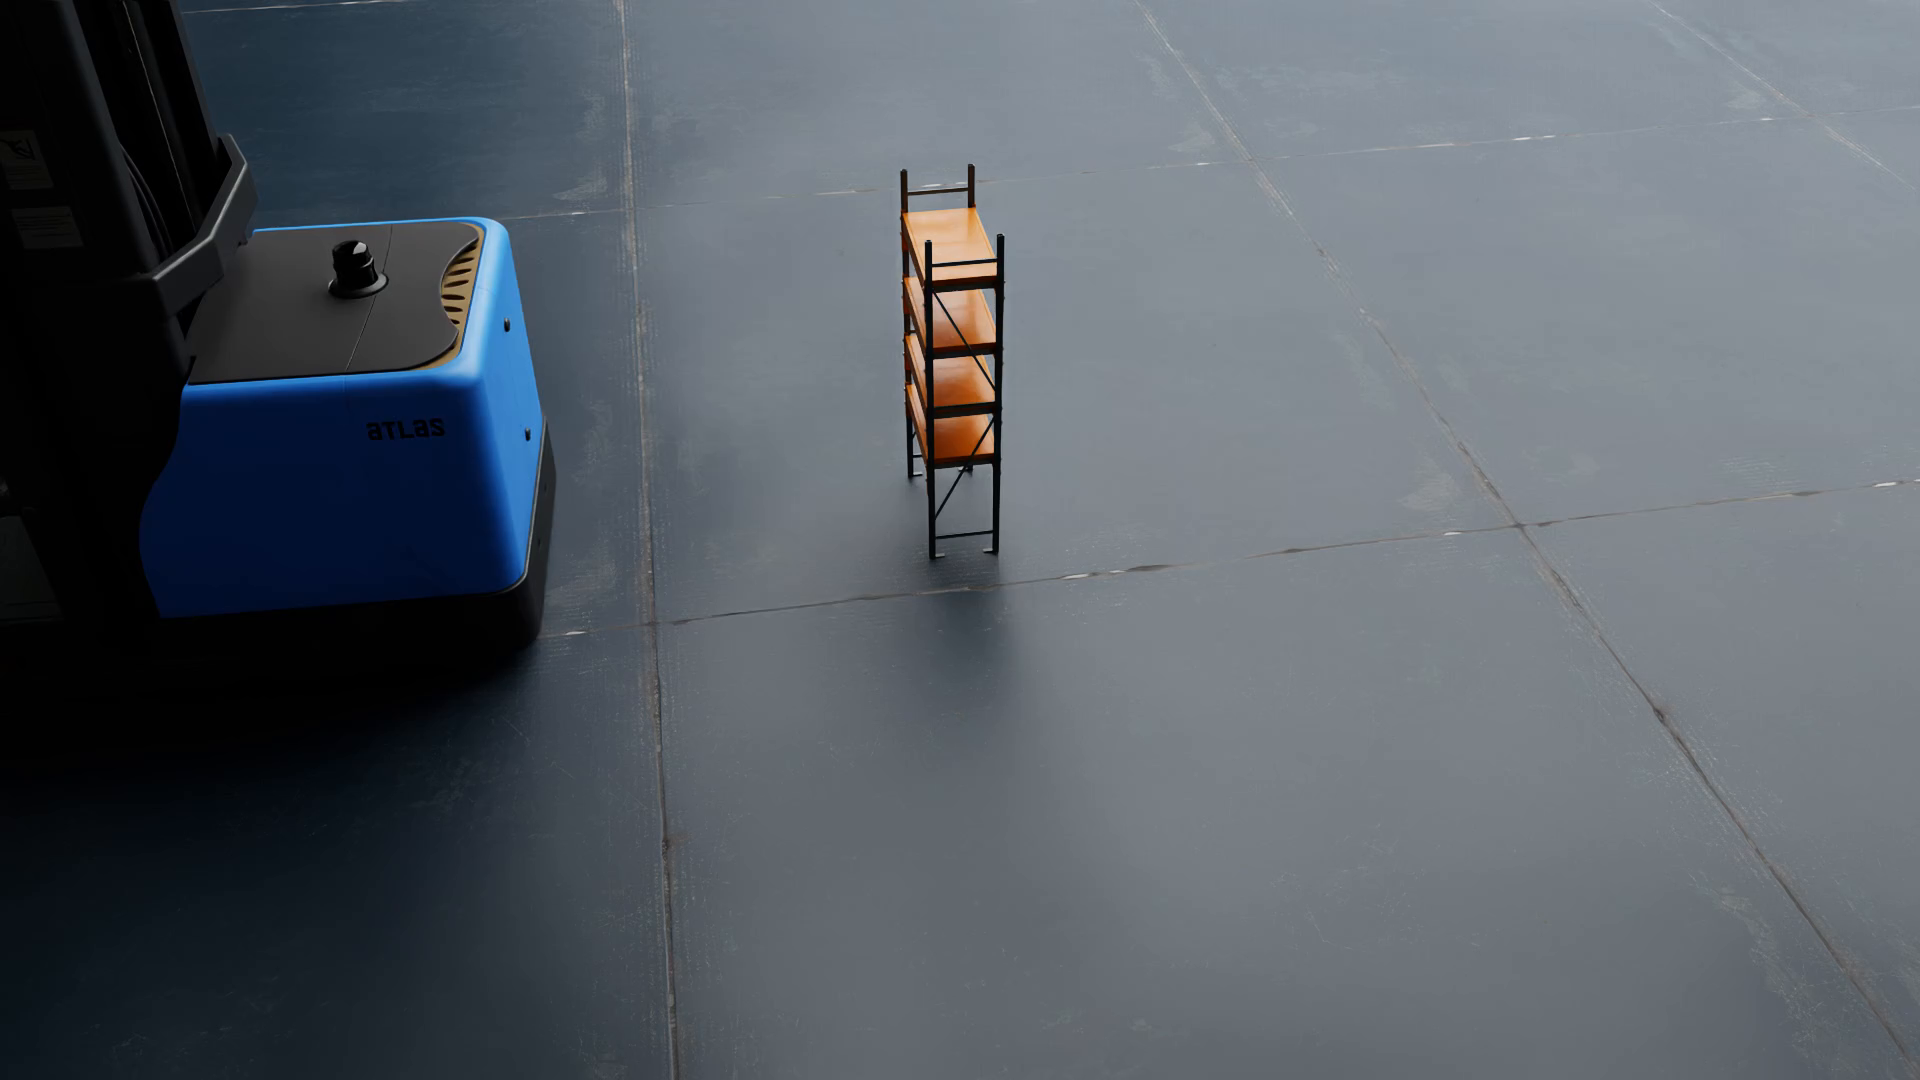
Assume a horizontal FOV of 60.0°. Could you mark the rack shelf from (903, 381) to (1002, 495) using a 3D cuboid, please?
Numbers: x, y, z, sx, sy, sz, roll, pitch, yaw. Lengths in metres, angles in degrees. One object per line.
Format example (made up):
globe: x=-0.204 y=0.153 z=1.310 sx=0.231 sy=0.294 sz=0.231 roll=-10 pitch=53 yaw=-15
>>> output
rack shelf: x=-0.029 y=-0.364 z=5.674 sx=0.258 sy=0.148 sz=0.480 roll=-6 pitch=38 yaw=-8

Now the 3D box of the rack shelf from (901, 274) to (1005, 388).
rack shelf: x=-0.029 y=-0.697 z=5.415 sx=0.258 sy=0.148 sz=0.480 roll=-6 pitch=38 yaw=-8

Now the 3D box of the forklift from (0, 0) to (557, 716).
forklift: x=-2.886 y=-0.953 z=4.588 sx=3.031 sy=2.935 sz=1.130 roll=-4 pitch=38 yaw=-6

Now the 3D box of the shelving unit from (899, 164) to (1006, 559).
shelving unit: x=-0.029 y=-0.574 z=5.511 sx=0.258 sy=1.200 sz=0.503 roll=-6 pitch=38 yaw=-8

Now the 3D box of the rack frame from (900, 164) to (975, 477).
rack frame: x=-0.072 y=-0.721 z=5.700 sx=0.240 sy=1.200 sz=0.015 roll=-6 pitch=38 yaw=-8

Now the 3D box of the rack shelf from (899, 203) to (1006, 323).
rack shelf: x=-0.029 y=-0.884 z=5.270 sx=0.258 sy=0.148 sz=0.480 roll=-6 pitch=38 yaw=-8

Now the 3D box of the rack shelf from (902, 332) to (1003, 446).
rack shelf: x=-0.029 y=-0.521 z=5.552 sx=0.258 sy=0.148 sz=0.480 roll=-6 pitch=38 yaw=-8

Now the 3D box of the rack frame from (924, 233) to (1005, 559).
rack frame: x=0.014 y=-0.426 z=5.321 sx=0.240 sy=1.200 sz=0.015 roll=-6 pitch=38 yaw=-8
